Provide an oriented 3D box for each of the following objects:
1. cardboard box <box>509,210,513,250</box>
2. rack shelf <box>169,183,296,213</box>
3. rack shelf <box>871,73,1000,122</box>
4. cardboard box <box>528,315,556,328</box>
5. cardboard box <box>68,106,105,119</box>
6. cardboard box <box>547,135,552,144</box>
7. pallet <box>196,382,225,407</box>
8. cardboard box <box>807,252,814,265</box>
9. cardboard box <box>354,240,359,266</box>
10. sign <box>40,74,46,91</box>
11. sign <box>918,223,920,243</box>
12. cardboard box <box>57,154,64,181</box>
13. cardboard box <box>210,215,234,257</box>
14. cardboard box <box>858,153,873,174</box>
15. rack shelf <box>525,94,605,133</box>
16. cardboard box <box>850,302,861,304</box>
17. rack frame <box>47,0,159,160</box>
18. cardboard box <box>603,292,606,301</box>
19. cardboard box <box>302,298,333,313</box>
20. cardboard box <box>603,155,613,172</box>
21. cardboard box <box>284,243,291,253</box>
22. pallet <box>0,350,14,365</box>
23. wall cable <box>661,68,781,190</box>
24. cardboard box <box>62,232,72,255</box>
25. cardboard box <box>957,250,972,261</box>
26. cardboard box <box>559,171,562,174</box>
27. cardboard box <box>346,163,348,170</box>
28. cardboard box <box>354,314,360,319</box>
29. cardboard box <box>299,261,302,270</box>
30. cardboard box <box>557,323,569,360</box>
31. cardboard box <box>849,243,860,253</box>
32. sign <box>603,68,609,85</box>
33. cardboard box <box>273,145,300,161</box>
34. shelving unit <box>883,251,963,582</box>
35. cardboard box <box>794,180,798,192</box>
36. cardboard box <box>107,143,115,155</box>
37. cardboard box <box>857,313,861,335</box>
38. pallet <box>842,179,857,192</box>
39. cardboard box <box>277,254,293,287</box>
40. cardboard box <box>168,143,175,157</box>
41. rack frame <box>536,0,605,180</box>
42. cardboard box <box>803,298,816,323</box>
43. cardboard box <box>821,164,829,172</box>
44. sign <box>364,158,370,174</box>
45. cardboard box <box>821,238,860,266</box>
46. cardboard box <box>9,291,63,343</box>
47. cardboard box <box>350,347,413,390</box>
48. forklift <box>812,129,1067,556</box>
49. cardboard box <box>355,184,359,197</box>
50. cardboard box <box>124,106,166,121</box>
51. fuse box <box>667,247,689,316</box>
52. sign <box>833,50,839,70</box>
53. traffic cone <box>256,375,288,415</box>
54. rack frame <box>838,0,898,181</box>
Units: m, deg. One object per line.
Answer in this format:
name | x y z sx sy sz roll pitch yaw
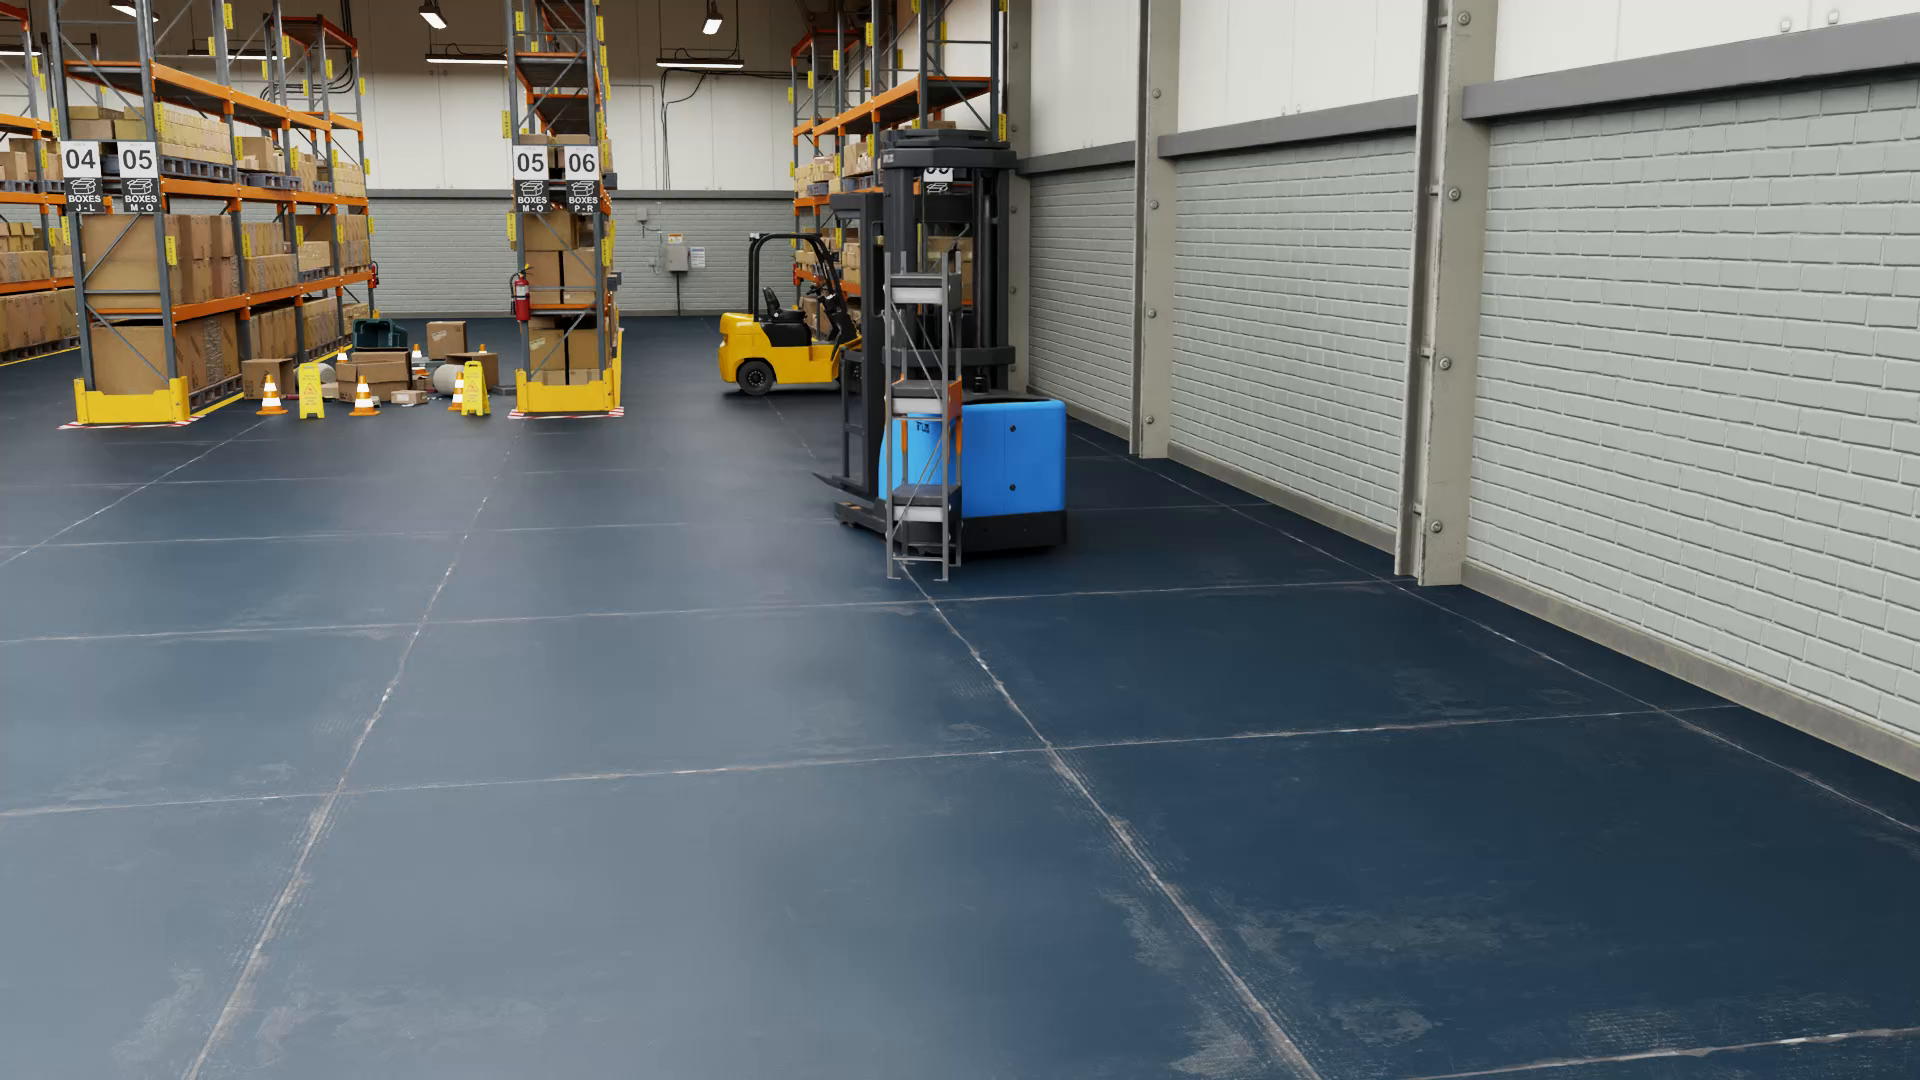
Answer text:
cardboard box | -5.487 -4.036 21.640 0.700 0.500 0.500 -2 11 -12
rack shelf | -10.885 -5.103 24.885 1.077 0.370 4.000 -2 11 -11
rack shelf | -0.403 -6.026 22.783 1.077 0.370 4.000 -2 11 -11
cardboard box | -5.431 -2.826 21.510 0.380 0.149 0.250 -2 11 -9
cardboard box | -10.117 -4.929 19.196 0.380 0.149 0.250 -2 11 -10
cardboard box | -5.250 -4.923 20.554 0.380 0.149 0.250 -2 11 -10
pallet | -10.184 -1.879 21.506 1.003 0.211 1.213 -2 11 -11
cardboard box | -2.883 -5.803 34.268 0.500 0.250 0.500 -2 11 -11
cardboard box | -12.200 -5.660 32.847 0.500 0.500 0.500 -2 11 -8
sign | -18.261 -9.119 33.121 0.100 0.325 0.005 -2 11 -11
sign | -0.549 -3.930 21.091 0.100 0.325 0.005 -2 11 -11
cardboard box | -17.211 -7.040 31.484 0.700 0.500 0.500 -2 11 -9
cardboard box | -10.237 -4.054 22.186 0.875 0.550 0.550 -2 11 -11
cardboard box | -1.321 -5.945 26.236 0.500 0.311 0.500 -3 11 -13
rack shelf | -6.049 -6.578 25.685 1.077 0.370 4.000 -2 11 -11
cardboard box | -2.013 -4.256 30.364 0.380 0.149 0.250 -2 11 -9
rack frame | -9.718 -5.829 18.756 1.000 3.000 0.127 -2 11 -11
cardboard box | -4.785 -3.173 21.515 0.380 0.149 0.250 -2 11 -10
cardboard box | -11.572 -4.208 29.837 0.500 0.250 0.500 -2 11 -8
cardboard box | -5.381 -5.542 24.548 0.500 0.250 0.500 -2 11 -13
cardboard box | -11.175 -4.817 27.441 0.380 0.149 0.250 -2 11 -11
pallet | -16.239 -2.965 27.210 1.003 0.211 1.213 -2 11 -11
wall cable | -5.899 -10.135 41.277 2.988 3.039 0.133 -2 11 -11
cardboard box | -16.868 -5.550 30.932 0.500 0.500 0.500 -2 11 -11
cardboard box | 0.174 -3.701 21.618 0.380 0.149 0.250 -2 11 -12
cardboard box | -5.649 -5.083 22.463 0.500 0.250 0.500 -2 11 -10
cardboard box | -12.144 -7.277 32.381 0.380 0.149 0.250 -2 11 -13
cardboard box | -12.119 -4.395 32.972 0.380 0.149 0.250 -2 11 -10
cardboard box | -11.215 -4.571 27.738 0.380 0.149 0.250 -2 11 -8
cardboard box | -5.490 -2.630 22.219 0.500 0.500 0.500 -2 11 -12
cardboard box | -1.669 -4.933 28.087 0.380 0.149 0.250 -2 11 -9
sign | -6.686 -8.748 31.382 0.100 0.325 0.005 -2 11 -11
cardboard box | -11.183 -6.427 27.603 0.396 0.266 0.258 -2 11 -11
shelving unit | -0.231 -0.814 10.855 0.431 2.100 0.503 2 11 10
cardboard box | -3.308 -7.651 35.955 0.500 0.250 0.500 -2 11 -12
cardboard box | -10.164 -4.583 19.510 0.380 0.149 0.250 -2 11 -11
cardboard box | -1.196 -3.411 27.323 0.875 0.625 0.625 -3 11 -13
pallet | -1.351 -5.989 28.121 1.213 0.211 1.003 -2 11 -8
cardboard box | -10.828 -4.234 26.152 0.500 0.500 0.500 -2 11 -11
cardboard box | -9.521 -4.609 19.648 0.380 0.149 0.250 -2 11 -10
rack frame | -6.438 -7.495 27.508 1.000 3.000 0.127 -2 11 -11
cardboard box | -2.972 -4.901 35.485 0.700 0.500 0.500 -2 11 -9
cardboard box | -2.363 -6.863 30.697 0.380 0.149 0.250 -2 11 -11
sign | -12.282 -7.742 34.458 0.100 0.325 0.005 -2 11 -11
cardboard box | -2.220 -5.382 31.062 0.700 0.500 0.500 -2 11 -11
cardboard box | -16.793 -3.967 29.576 1.225 0.875 0.875 -2 11 -11
cardboard box | -7.897 -2.322 22.689 0.797 0.637 0.503 -2 11 -11
forklift | -0.317 -1.563 12.571 1.130 2.935 3.031 -5 12 -24
cardboard box | -12.293 -6.958 33.109 0.500 0.250 0.500 -2 11 -9
cardboard box | -9.471 -4.952 19.319 0.380 0.149 0.250 -2 11 -10
fuse box | -7.025 -6.465 41.588 0.539 1.711 0.414 -2 11 -11
sign | -2.101 -8.152 28.252 0.100 0.325 0.005 -2 11 -11
traffic cone | -8.429 -1.785 20.337 0.336 0.463 0.334 -2 11 -11
rack frame | -1.570 -7.676 28.460 1.000 3.000 0.127 -2 11 -11
